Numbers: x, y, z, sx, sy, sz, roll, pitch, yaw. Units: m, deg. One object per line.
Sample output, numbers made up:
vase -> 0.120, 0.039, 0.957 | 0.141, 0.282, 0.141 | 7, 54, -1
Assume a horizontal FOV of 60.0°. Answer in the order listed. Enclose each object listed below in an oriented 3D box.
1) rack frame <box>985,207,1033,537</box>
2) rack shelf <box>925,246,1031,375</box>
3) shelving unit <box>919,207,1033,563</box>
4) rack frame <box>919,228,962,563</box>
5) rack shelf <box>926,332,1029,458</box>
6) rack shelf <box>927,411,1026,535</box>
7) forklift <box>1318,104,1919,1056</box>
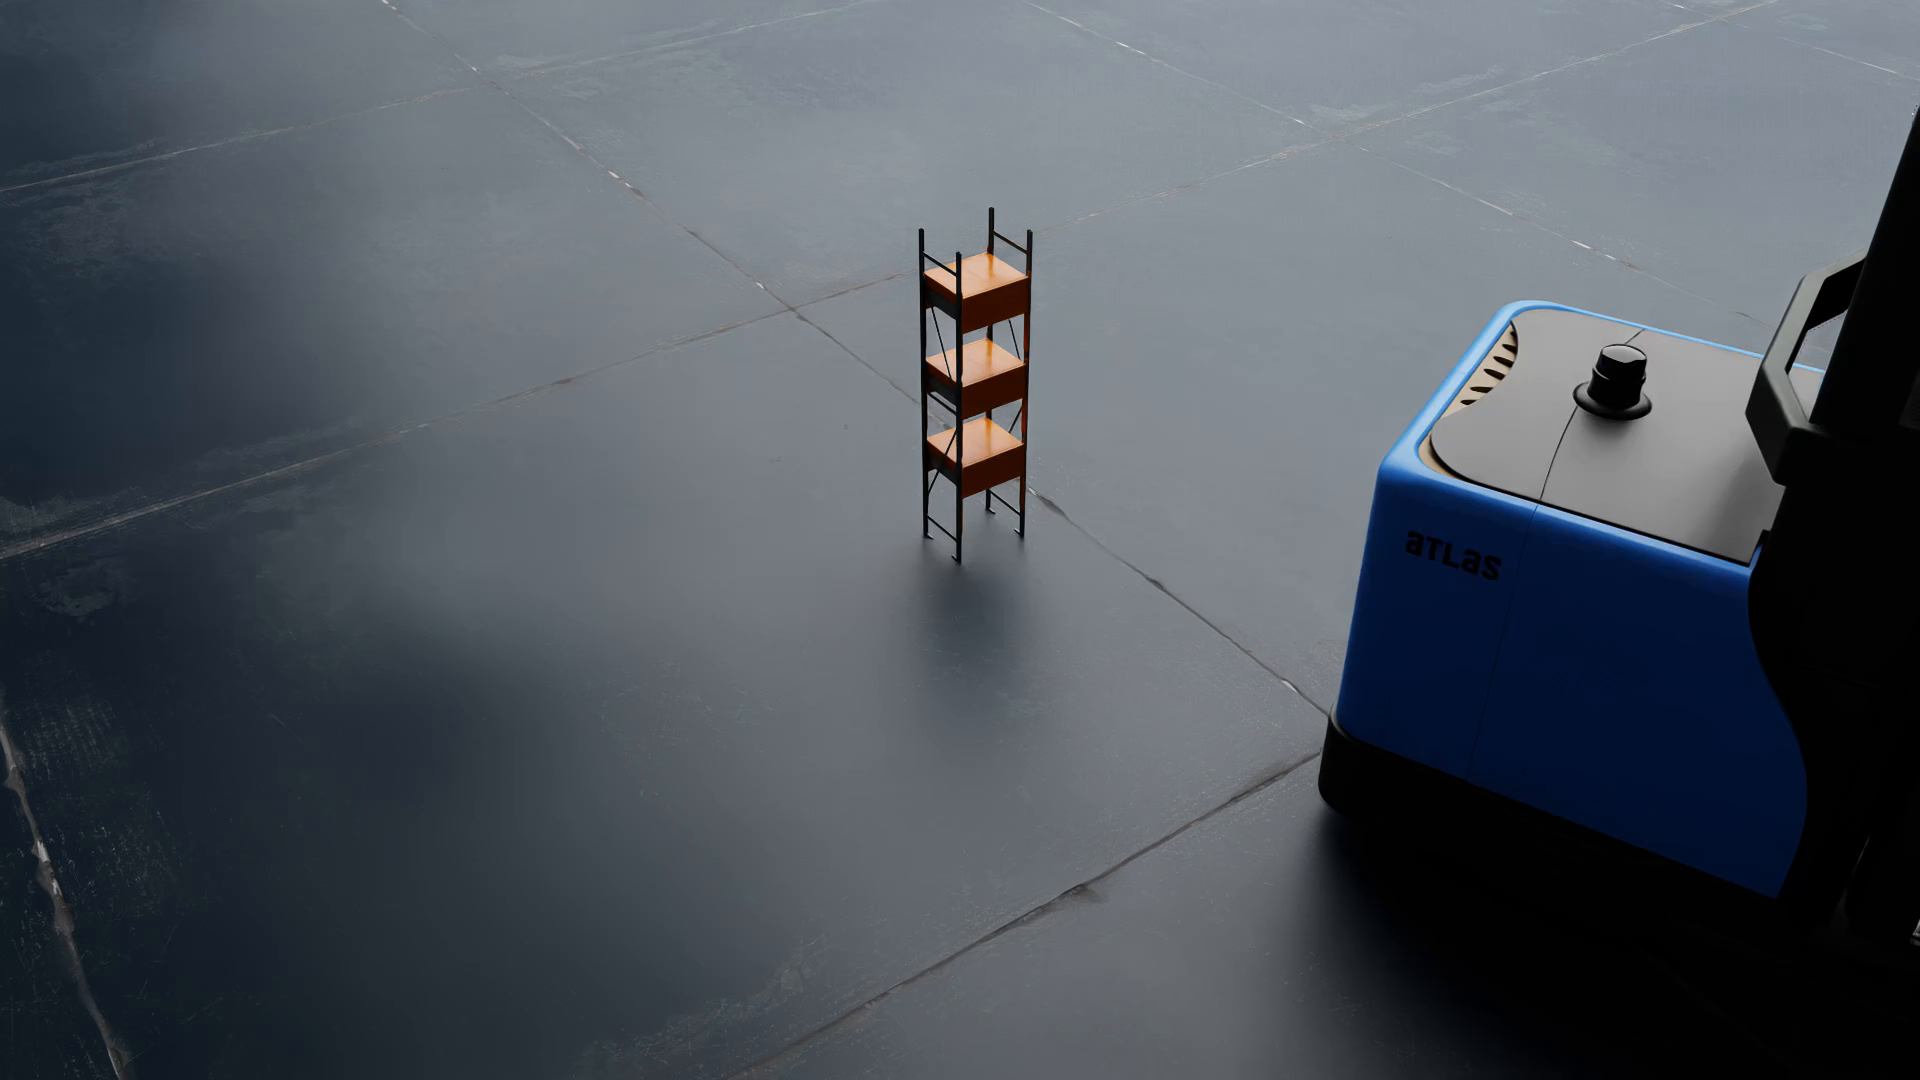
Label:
rack frame -> 0.143, -0.485, 5.026 | 0.008, 1.050, 0.200 | -22, 41, -28
rack shelf -> 0.044, -0.666, 4.809 | 0.240, 0.259, 0.215 | -22, 41, -28
shelving unit -> 0.044, -0.444, 4.968 | 0.252, 1.050, 0.215 | -22, 41, -28
rack frame -> -0.056, -0.403, 4.911 | 0.008, 1.050, 0.200 | -22, 41, -28
rack shelf -> 0.044, -0.436, 4.975 | 0.240, 0.259, 0.215 | -22, 41, -28
rack shelf -> 0.044, -0.210, 5.137 | 0.240, 0.259, 0.215 | -22, 41, -28
forklift -> 2.436, -0.265, 3.108 | 3.031, 2.935, 1.130 | 20, 40, 26
